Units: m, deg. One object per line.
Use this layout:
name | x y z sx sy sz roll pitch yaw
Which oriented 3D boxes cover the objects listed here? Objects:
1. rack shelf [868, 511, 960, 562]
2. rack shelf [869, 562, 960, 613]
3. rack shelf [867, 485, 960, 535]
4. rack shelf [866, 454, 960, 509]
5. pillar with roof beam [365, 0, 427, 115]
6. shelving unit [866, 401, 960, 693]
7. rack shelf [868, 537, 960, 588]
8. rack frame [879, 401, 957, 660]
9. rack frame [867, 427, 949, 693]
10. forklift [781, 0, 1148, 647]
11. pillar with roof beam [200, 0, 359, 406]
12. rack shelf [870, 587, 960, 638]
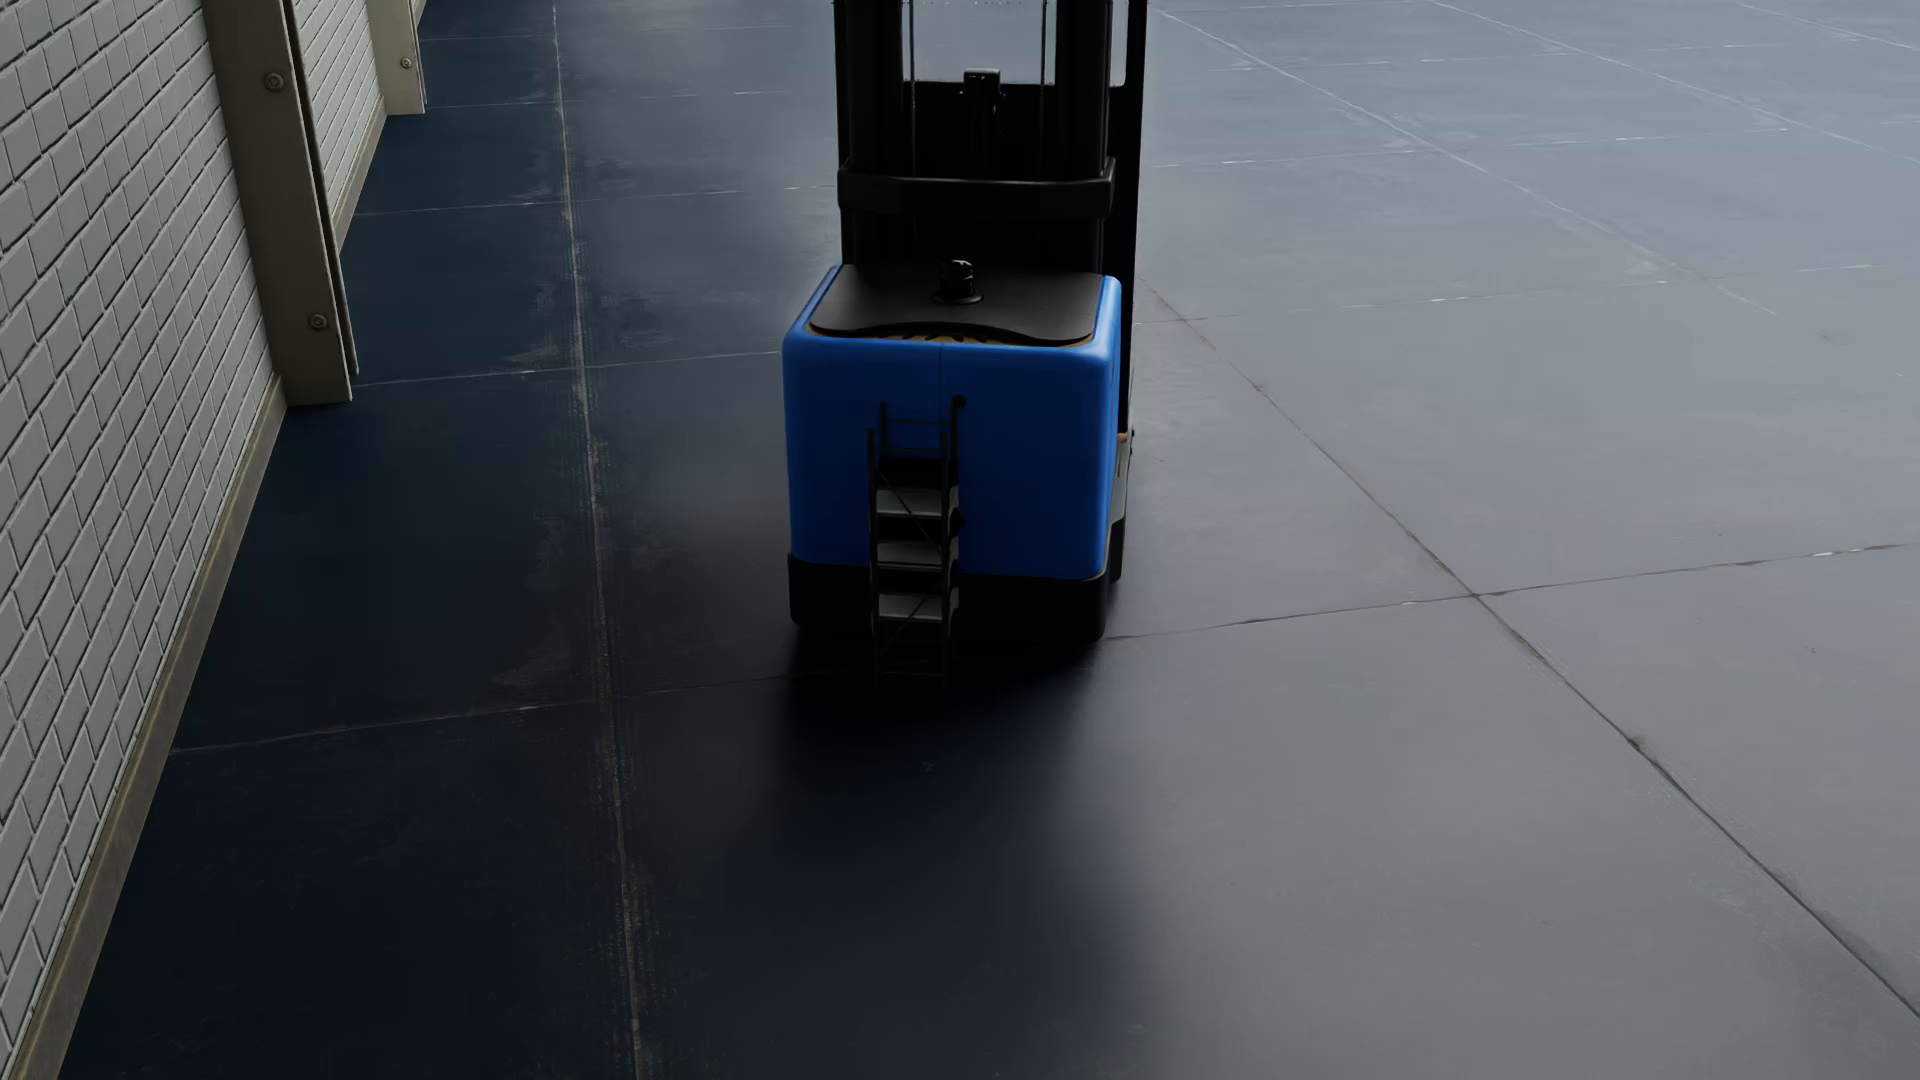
rack shelf | -0.141 -0.020 5.164 0.258 0.077 0.200 3 27 7
rack shelf | -0.141 0.141 5.245 0.258 0.077 0.200 3 27 7
rack shelf | -0.141 -0.100 5.124 0.258 0.077 0.200 3 27 7
rack shelf | -0.141 -0.180 5.083 0.258 0.077 0.200 3 27 7
pillar with roof beam | -0.096 -7.785 11.688 9.100 9.000 0.400 -6 27 -12
shelving unit | -0.141 0.031 5.190 0.258 0.900 0.210 3 27 7
rack shelf | -0.141 0.061 5.205 0.258 0.077 0.200 3 27 7
rack frame | -0.128 -0.014 5.280 0.240 0.900 0.006 3 27 7
rack frame | -0.154 0.076 5.100 0.240 0.900 0.006 3 27 7
forklift | 0.138 -1.598 6.163 1.130 2.935 3.031 3 27 7
pillar with roof beam | 1.256 -5.151 6.469 9.100 9.000 0.400 -6 27 -12
rack shelf | -0.141 0.221 5.286 0.258 0.077 0.200 3 27 7
